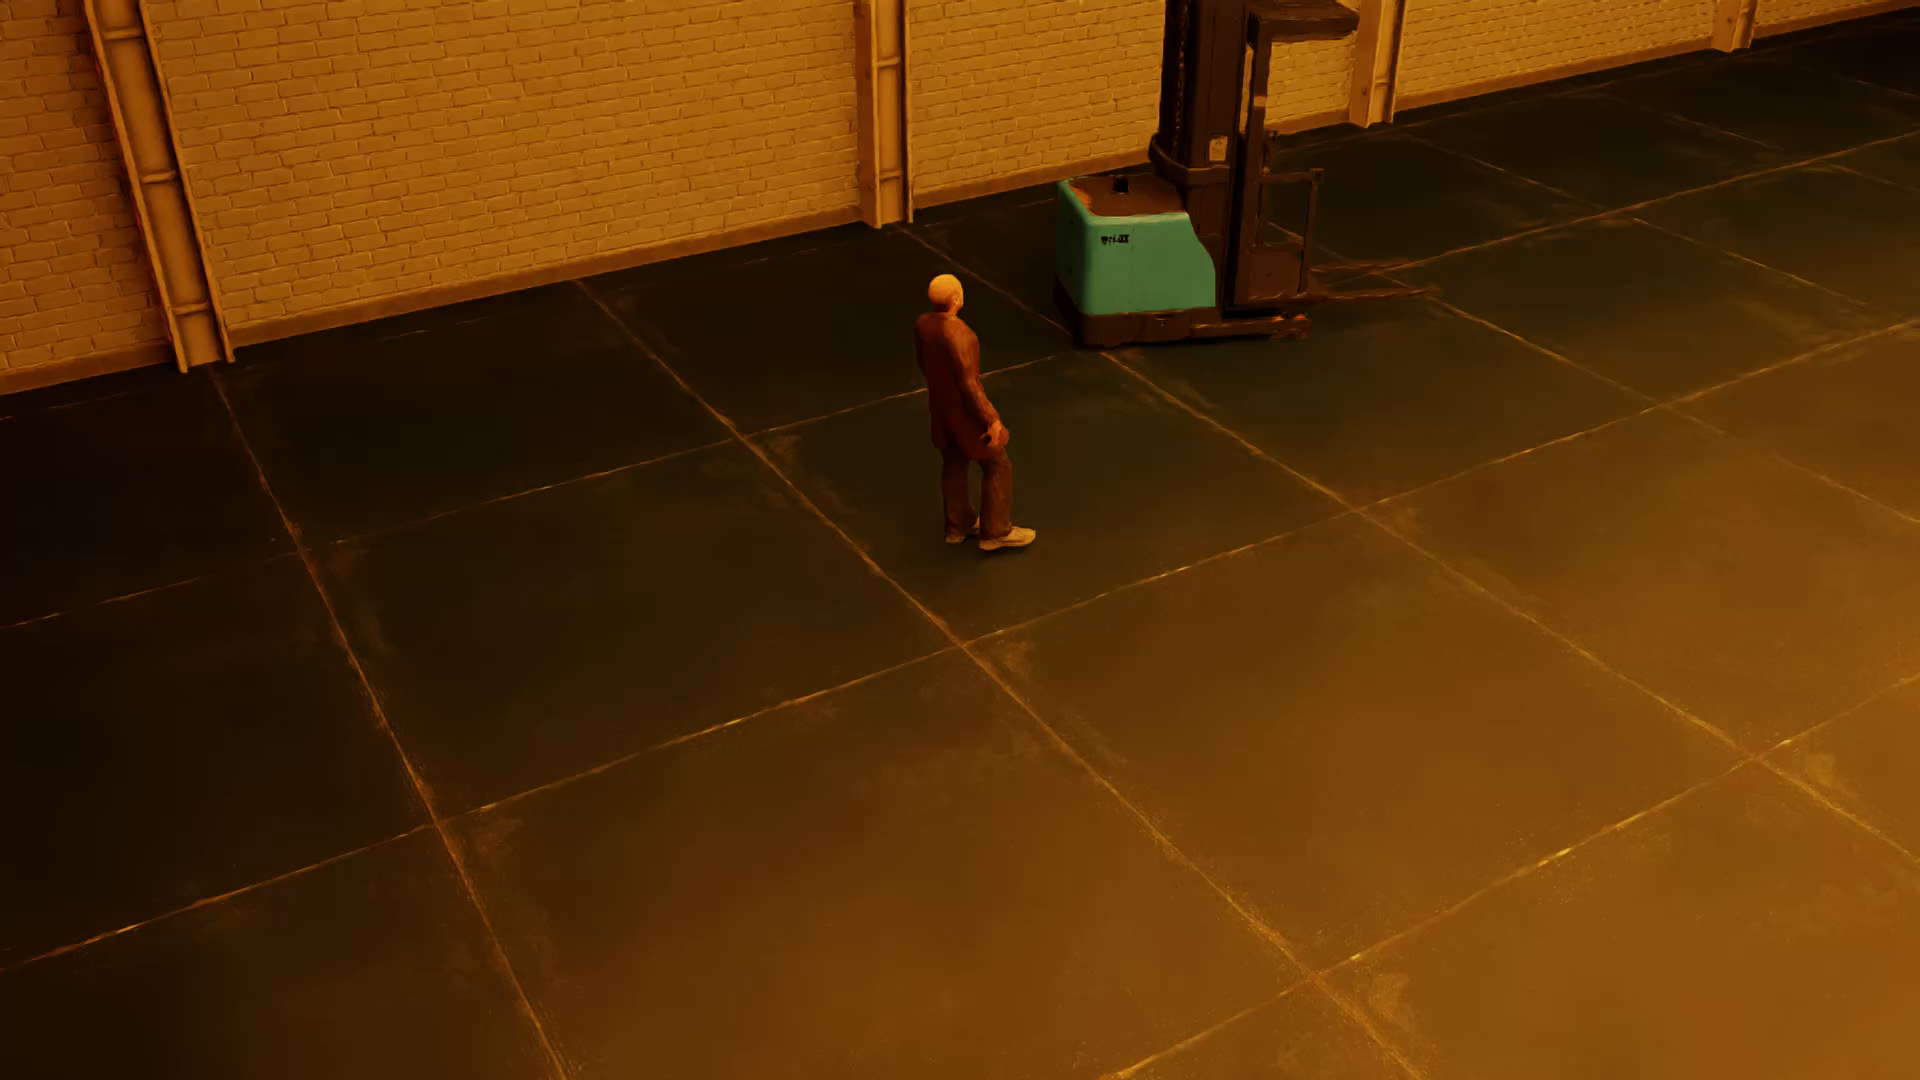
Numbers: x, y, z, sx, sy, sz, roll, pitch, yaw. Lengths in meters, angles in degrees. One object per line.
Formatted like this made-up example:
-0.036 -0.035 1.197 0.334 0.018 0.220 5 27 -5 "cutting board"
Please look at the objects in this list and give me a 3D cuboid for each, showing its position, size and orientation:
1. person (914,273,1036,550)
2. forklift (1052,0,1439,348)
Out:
0.079 -0.792 10.075 0.586 1.775 0.694 -17 35 -26 "person"
2.329 -3.115 12.850 3.031 2.935 1.130 -6 31 -9 "forklift"
